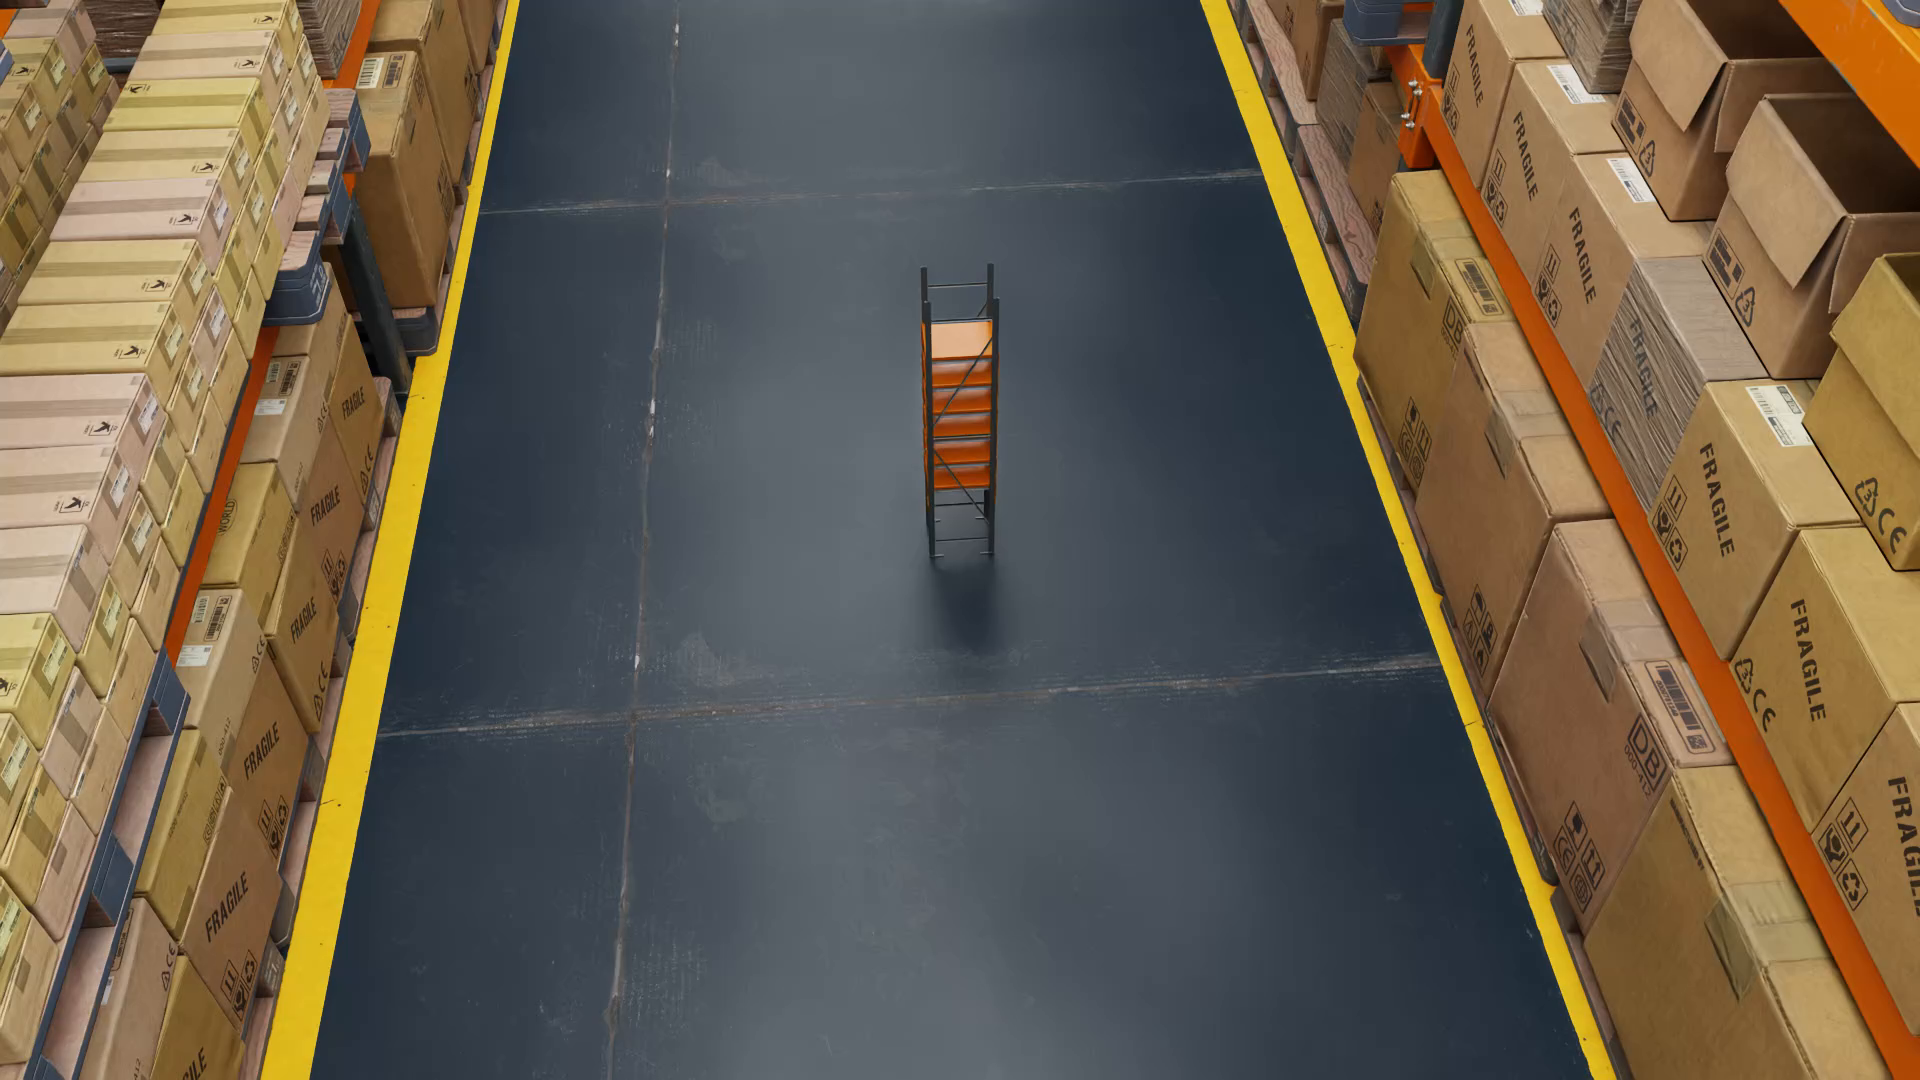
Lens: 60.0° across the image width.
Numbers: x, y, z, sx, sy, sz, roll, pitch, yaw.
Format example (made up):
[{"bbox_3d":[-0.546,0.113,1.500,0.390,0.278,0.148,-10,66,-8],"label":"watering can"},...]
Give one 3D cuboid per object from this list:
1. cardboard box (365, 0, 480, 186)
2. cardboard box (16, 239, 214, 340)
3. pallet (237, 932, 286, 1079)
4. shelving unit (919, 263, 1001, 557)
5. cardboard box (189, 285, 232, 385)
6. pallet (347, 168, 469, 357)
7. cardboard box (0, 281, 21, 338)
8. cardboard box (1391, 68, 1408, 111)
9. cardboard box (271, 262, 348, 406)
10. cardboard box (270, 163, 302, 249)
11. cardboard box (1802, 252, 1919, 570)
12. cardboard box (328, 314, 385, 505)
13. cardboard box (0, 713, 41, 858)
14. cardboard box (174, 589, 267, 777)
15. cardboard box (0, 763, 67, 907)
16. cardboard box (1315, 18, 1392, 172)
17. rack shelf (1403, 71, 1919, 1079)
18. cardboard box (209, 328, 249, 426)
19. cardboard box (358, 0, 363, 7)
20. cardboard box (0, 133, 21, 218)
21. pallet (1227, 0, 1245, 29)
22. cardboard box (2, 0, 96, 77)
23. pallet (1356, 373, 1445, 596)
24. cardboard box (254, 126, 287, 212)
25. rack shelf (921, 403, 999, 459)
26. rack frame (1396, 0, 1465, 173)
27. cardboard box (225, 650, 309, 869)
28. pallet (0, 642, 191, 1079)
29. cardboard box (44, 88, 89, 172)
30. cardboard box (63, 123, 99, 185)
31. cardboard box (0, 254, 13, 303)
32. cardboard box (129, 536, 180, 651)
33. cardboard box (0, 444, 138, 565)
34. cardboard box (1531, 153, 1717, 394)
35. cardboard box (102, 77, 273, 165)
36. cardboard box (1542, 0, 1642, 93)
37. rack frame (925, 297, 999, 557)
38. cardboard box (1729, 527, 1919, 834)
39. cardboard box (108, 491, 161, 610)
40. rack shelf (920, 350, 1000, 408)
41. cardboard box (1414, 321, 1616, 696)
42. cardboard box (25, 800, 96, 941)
[{"bbox_3d":[-2.797,-2.084,7.418,1.050,0.750,0.750,-3,47,-3],"label":"cardboard box"},{"bbox_3d":[-2.156,-0.635,4.260,0.380,0.149,0.250,-1,47,-1],"label":"cardboard box"},{"bbox_3d":[-2.491,1.655,4.538,1.003,0.211,1.213,-3,47,-3],"label":"pallet"},{"bbox_3d":[-0.001,-0.423,5.824,0.258,1.200,0.189,-3,47,-3],"label":"shelving unit"},{"bbox_3d":[-2.154,-0.533,4.367,0.380,0.149,0.250,-2,47,-2],"label":"cardboard box"},{"bbox_3d":[-2.751,-1.251,7.290,1.003,0.211,1.213,-3,47,-3],"label":"pallet"},{"bbox_3d":[-2.829,-0.580,4.617,0.380,0.149,0.250,-2,47,-2],"label":"cardboard box"},{"bbox_3d":[2.105,-1.896,6.882,0.500,0.250,0.500,-2,47,-2],"label":"cardboard box"},{"bbox_3d":[-2.441,-0.699,5.762,0.500,0.250,0.500,-4,47,-4],"label":"cardboard box"},{"bbox_3d":[-2.219,-0.998,5.013,0.380,0.149,0.250,-3,47,-3],"label":"cardboard box"},{"bbox_3d":[2.419,-0.308,3.716,0.797,0.503,0.637,-3,47,-3],"label":"cardboard box"},{"bbox_3d":[-2.444,-0.460,6.052,0.500,0.500,0.500,-4,47,-3],"label":"cardboard box"},{"bbox_3d":[-2.029,0.482,3.202,0.380,0.149,0.250,-2,47,-2],"label":"cardboard box"},{"bbox_3d":[-2.309,0.411,4.711,0.500,0.250,0.500,-2,47,-2],"label":"cardboard box"},{"bbox_3d":[-2.023,0.598,3.296,0.380,0.149,0.250,-4,47,-4],"label":"cardboard box"},{"bbox_3d":[2.056,-2.039,7.534,0.700,0.500,0.500,-7,47,-7],"label":"cardboard box"},{"bbox_3d":[2.359,-0.169,4.840,1.077,0.370,4.000,-3,47,-3],"label":"rack shelf"},{"bbox_3d":[-2.158,-0.436,4.481,0.380,0.149,0.250,-2,47,-2],"label":"cardboard box"},{"bbox_3d":[-2.574,-2.378,6.368,0.500,0.500,0.500,-4,47,-4],"label":"cardboard box"},{"bbox_3d":[-2.851,-0.988,4.594,0.380,0.149,0.250,-5,47,-5],"label":"cardboard box"},{"bbox_3d":[1.923,-3.235,9.169,1.003,0.211,1.213,-3,47,-3],"label":"pallet"},{"bbox_3d":[-2.914,-1.548,5.125,0.380,0.149,0.250,-3,47,-3],"label":"cardboard box"},{"bbox_3d":[2.182,-0.330,6.417,1.003,0.211,1.213,-3,47,-3],"label":"pallet"},{"bbox_3d":[-2.216,-1.082,4.888,0.380,0.149,0.250,-2,47,-2],"label":"cardboard box"},{"bbox_3d":[-0.001,-0.392,5.857,0.258,0.103,0.180,-3,47,-3],"label":"rack shelf"},{"bbox_3d":[2.191,-1.863,5.949,1.000,3.000,0.127,-3,47,-3],"label":"rack frame"},{"bbox_3d":[-2.326,0.662,4.989,0.500,0.500,0.500,-3,47,-3],"label":"cardboard box"},{"bbox_3d":[-2.344,0.763,3.593,1.003,0.211,1.213,-3,47,-3],"label":"pallet"},{"bbox_3d":[-2.894,-1.237,5.035,0.380,0.149,0.250,-1,47,-1],"label":"cardboard box"},{"bbox_3d":[-2.901,-1.163,5.169,0.380,0.149,0.250,-1,47,-1],"label":"cardboard box"},{"bbox_3d":[-2.827,-0.682,4.509,0.380,0.149,0.250,-3,47,-3],"label":"cardboard box"},{"bbox_3d":[-2.087,0.141,3.935,0.380,0.149,0.250,-5,47,-5],"label":"cardboard box"},{"bbox_3d":[-2.088,-0.070,3.724,0.380,0.149,0.250,-4,47,-4],"label":"cardboard box"},{"bbox_3d":[2.053,-0.786,4.860,0.500,0.500,0.500,-4,47,-4],"label":"cardboard box"},{"bbox_3d":[-2.221,-1.200,4.794,0.380,0.149,0.250,-2,47,-2],"label":"cardboard box"},{"bbox_3d":[2.236,-1.713,5.046,0.797,0.503,0.637,-2,47,-2],"label":"cardboard box"},{"bbox_3d":[0.006,-0.357,5.762,0.240,1.200,0.006,-3,47,-3],"label":"rack frame"},{"bbox_3d":[2.180,0.316,3.816,0.500,0.500,0.500,-2,47,-2],"label":"cardboard box"},{"bbox_3d":[-2.092,0.028,3.836,0.380,0.149,0.250,-2,47,-2],"label":"cardboard box"},{"bbox_3d":[-0.001,-0.558,5.682,0.258,0.103,0.180,-3,47,-3],"label":"rack shelf"},{"bbox_3d":[2.295,-0.131,5.483,1.225,0.875,0.875,-3,47,-3],"label":"cardboard box"},{"bbox_3d":[-2.028,0.688,3.417,0.380,0.149,0.250,-3,47,-3],"label":"cardboard box"}]
